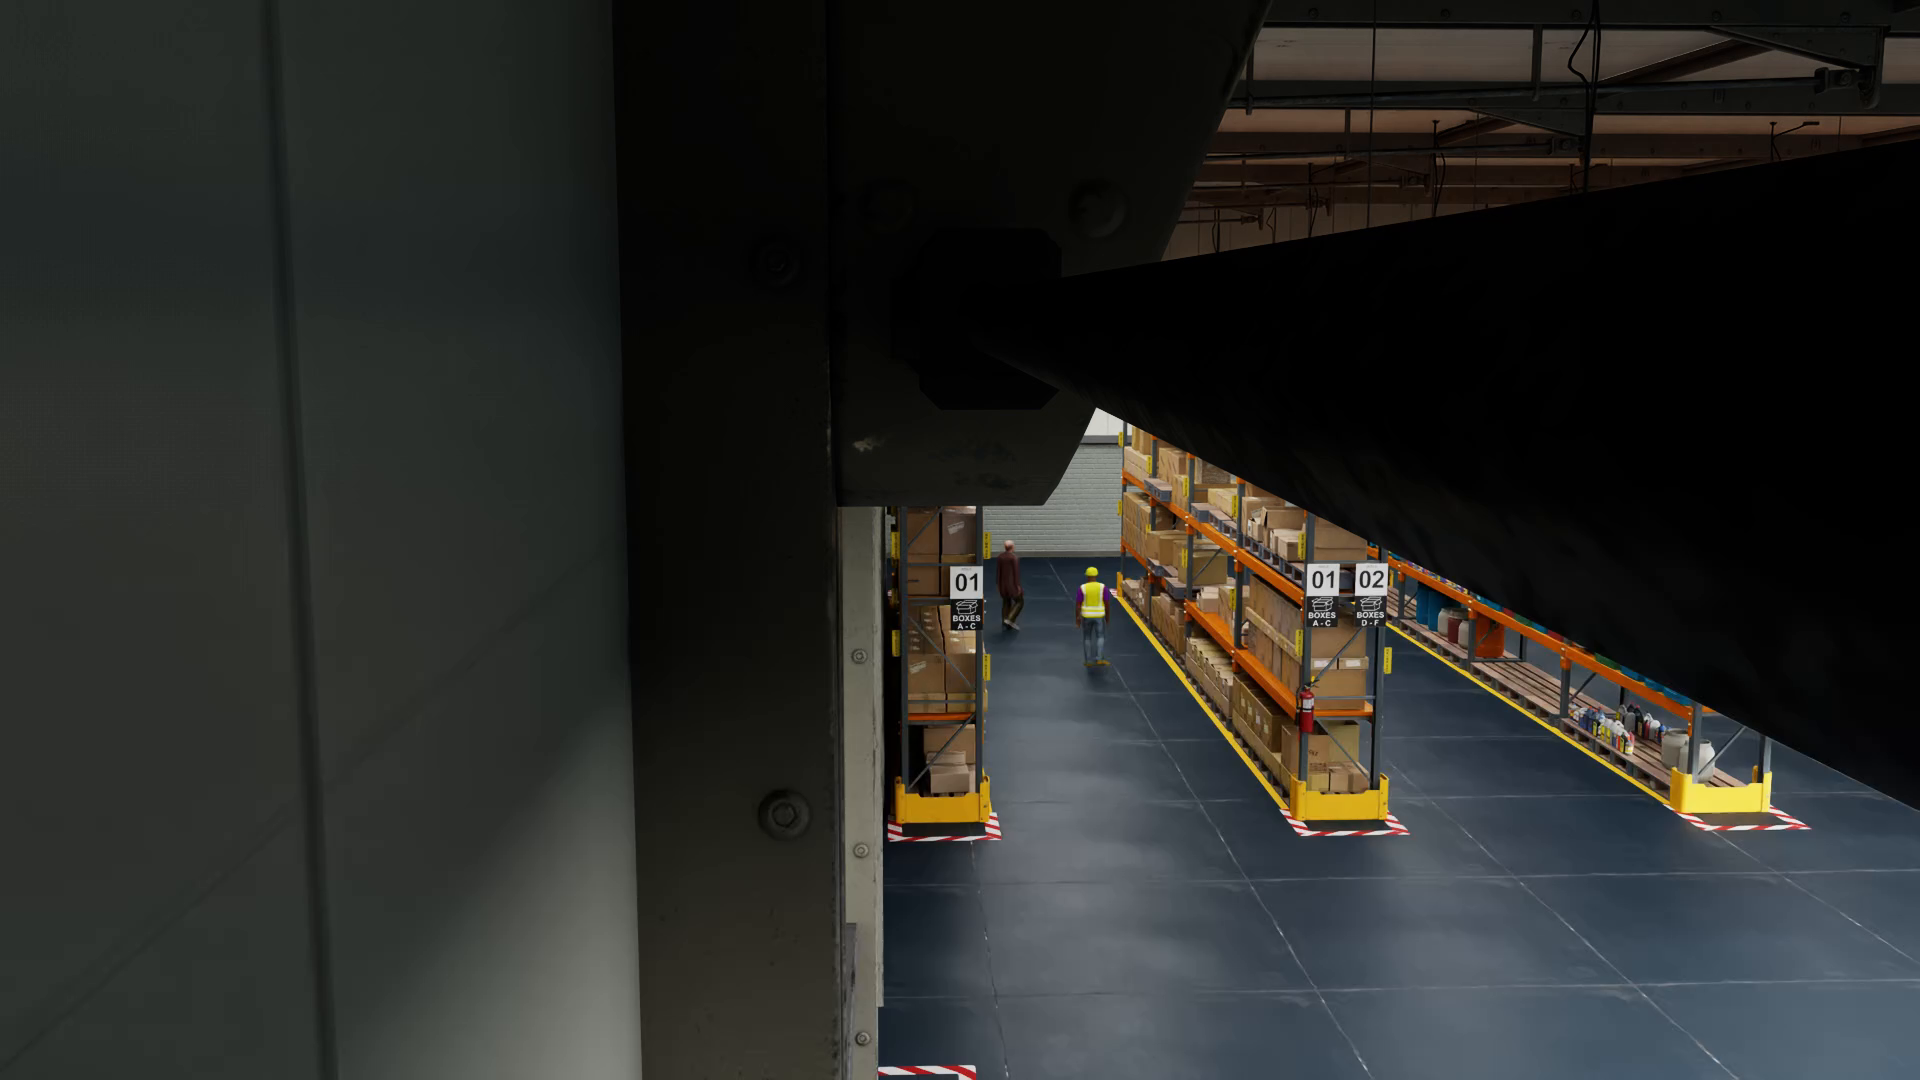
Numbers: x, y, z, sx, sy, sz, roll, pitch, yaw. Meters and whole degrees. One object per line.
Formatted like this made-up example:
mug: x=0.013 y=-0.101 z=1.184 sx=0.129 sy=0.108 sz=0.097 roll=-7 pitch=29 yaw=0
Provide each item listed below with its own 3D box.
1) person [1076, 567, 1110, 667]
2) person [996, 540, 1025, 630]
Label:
person: x=2.330 y=1.362 z=29.207 sx=0.603 sy=1.767 sz=0.565 roll=0 pitch=8 yaw=3
person: x=0.940 y=0.889 z=32.514 sx=0.636 sy=1.779 sz=0.558 roll=8 pitch=11 yaw=43
